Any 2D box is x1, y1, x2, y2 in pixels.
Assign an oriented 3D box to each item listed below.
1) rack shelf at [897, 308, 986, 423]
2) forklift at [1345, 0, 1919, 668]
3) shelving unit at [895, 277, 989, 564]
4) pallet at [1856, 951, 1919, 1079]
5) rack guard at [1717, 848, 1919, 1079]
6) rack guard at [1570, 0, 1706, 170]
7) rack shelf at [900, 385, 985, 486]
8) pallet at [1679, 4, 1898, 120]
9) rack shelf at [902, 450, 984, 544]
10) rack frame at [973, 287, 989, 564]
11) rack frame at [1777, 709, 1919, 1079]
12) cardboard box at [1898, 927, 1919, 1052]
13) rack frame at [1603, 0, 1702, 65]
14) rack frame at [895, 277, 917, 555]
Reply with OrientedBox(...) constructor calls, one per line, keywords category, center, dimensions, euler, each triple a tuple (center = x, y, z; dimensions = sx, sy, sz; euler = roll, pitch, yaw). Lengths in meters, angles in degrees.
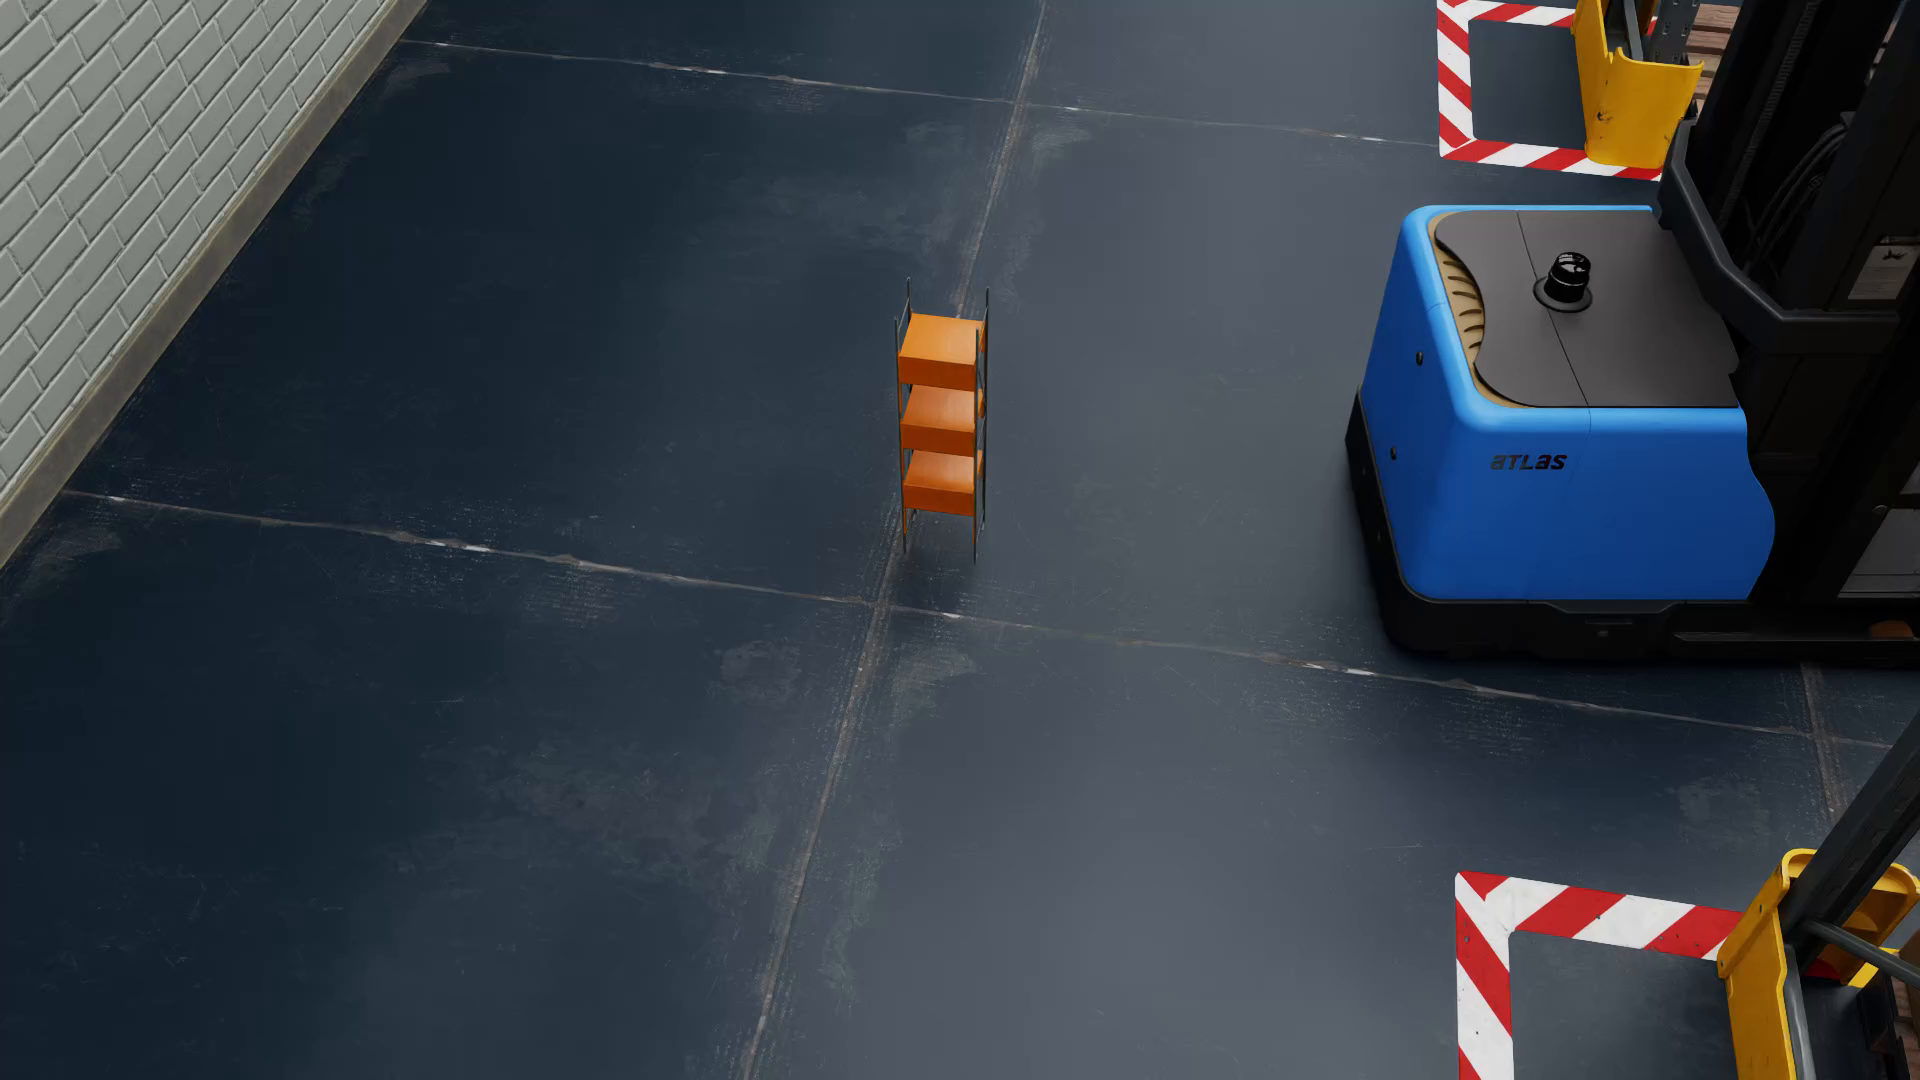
OrientedBox(category="rack shelf", center=(-0.053, -0.541, 5.163), dimensions=(0.240, 0.259, 0.215), euler=(8, 49, 7))
OrientedBox(category="forklift", center=(2.897, -0.966, 4.648), dimensions=(3.031, 2.935, 1.130), euler=(0, 48, 0))
OrientedBox(category="shelving unit", center=(-0.053, -0.358, 5.366), dimensions=(0.252, 1.050, 0.215), euler=(8, 49, 7))
OrientedBox(category="pallet", center=(2.996, 1.619, 4.154), dimensions=(1.213, 0.211, 1.003), euler=(8, 49, 7))
OrientedBox(category="rack guard", center=(2.211, 1.418, 4.140), dimensions=(0.348, 0.500, 1.175), euler=(8, 49, 7))
OrientedBox(category="rack guard", center=(2.995, -2.211, 7.401), dimensions=(0.348, 0.500, 1.175), euler=(8, 49, 7))
OrientedBox(category="rack shelf", center=(-0.053, -0.351, 5.374), dimensions=(0.240, 0.259, 0.215), euler=(8, 49, 7))
OrientedBox(category="pallet", center=(3.825, -1.984, 7.390), dimensions=(1.213, 0.211, 1.003), euler=(8, 49, 7))
OrientedBox(category="rack shelf", center=(-0.053, -0.165, 5.580), dimensions=(0.240, 0.259, 0.215), euler=(8, 49, 7))
OrientedBox(category="rack frame", center=(0.067, -0.342, 5.351), dimensions=(0.008, 1.050, 0.200), euler=(8, 49, 7))
OrientedBox(category="rack frame", center=(2.136, 0.572, 3.219), dimensions=(0.127, 3.000, 1.000), euler=(8, 49, 7))
OrientedBox(category="cardboard box", center=(2.715, 1.152, 4.083), dimensions=(0.500, 0.500, 0.500), euler=(8, 49, 7))
OrientedBox(category="rack frame", center=(3.021, -3.053, 6.477), dimensions=(0.127, 3.000, 1.000), euler=(8, 49, 7))
OrientedBox(category="rack frame", center=(-0.173, -0.374, 5.380), dimensions=(0.008, 1.050, 0.200), euler=(8, 49, 7))
